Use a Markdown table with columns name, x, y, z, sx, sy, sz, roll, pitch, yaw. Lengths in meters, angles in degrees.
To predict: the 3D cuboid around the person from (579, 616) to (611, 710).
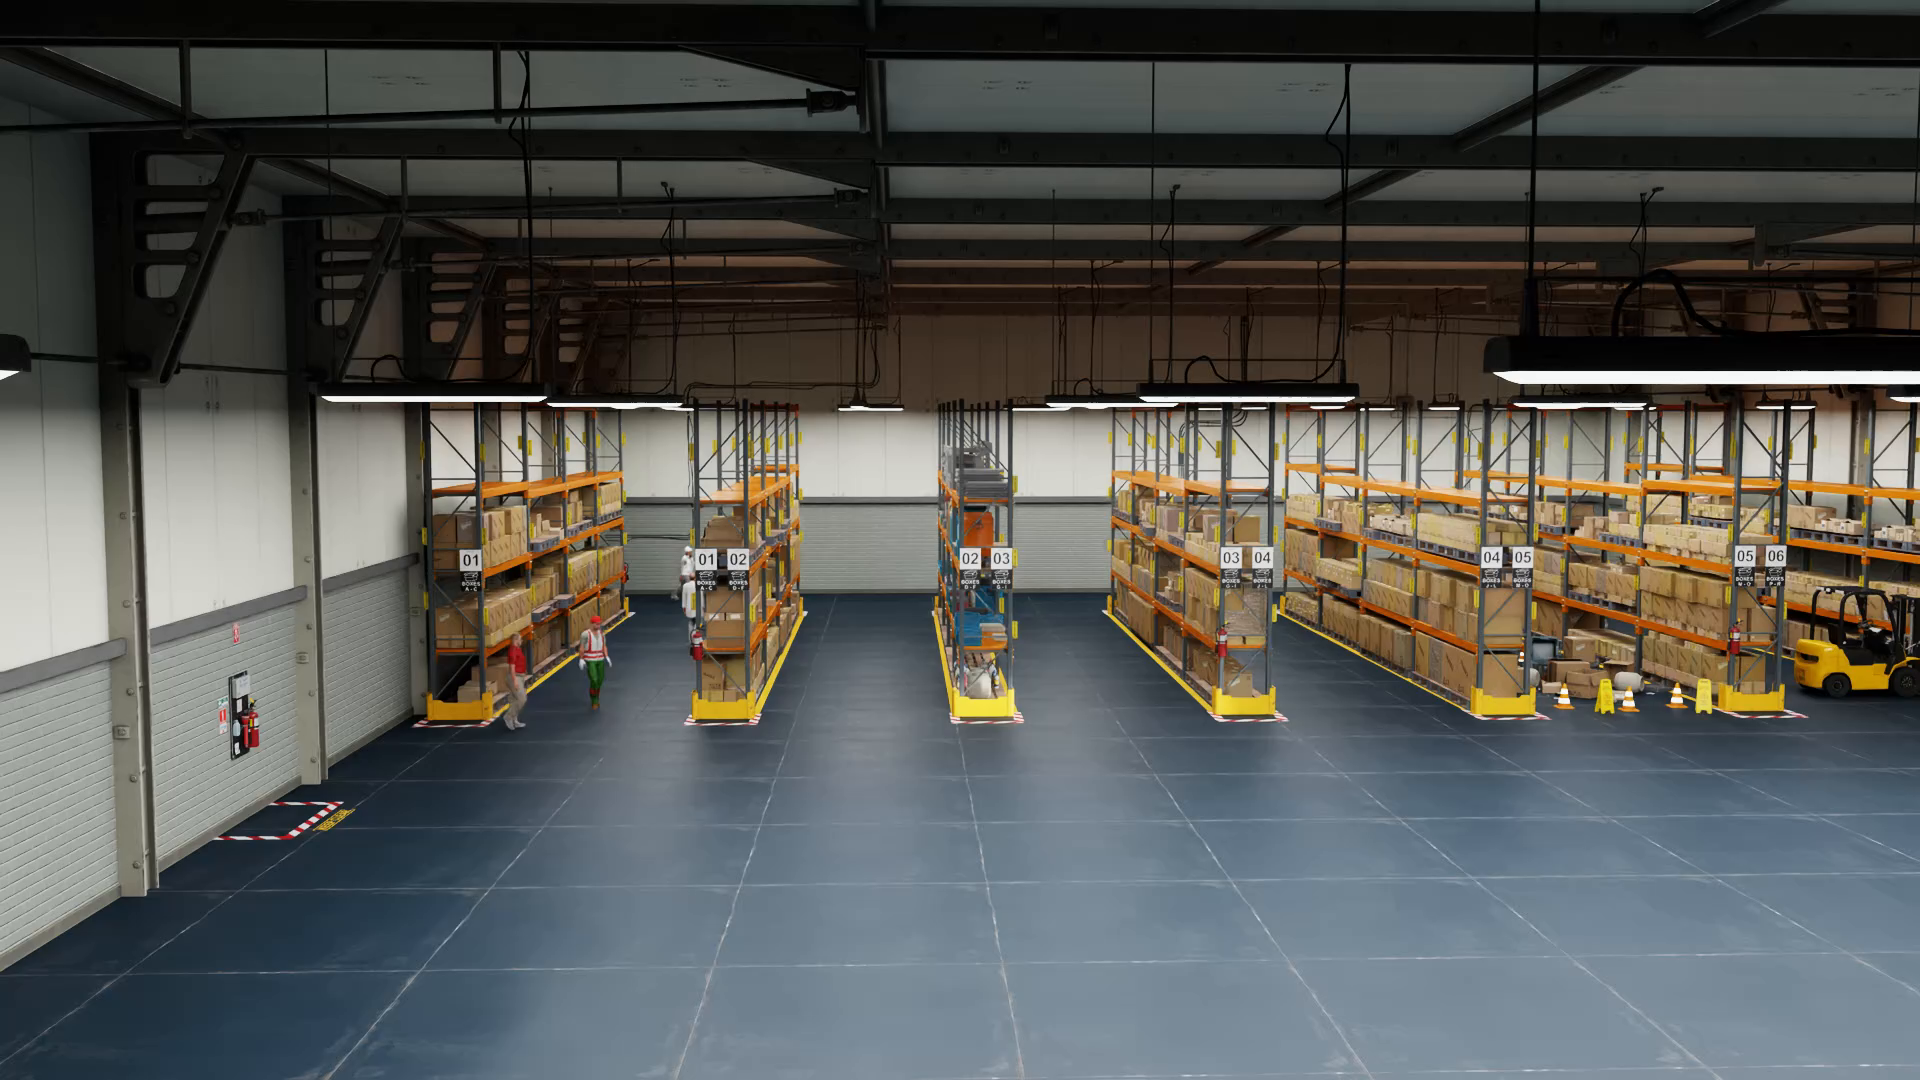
| name | x | y | z | sx | sy | sz | roll | pitch | yaw |
| --- | --- | --- | --- | --- | --- | --- | --- | --- | --- |
| person | -7.088 | 2.404 | 32.346 | 0.460 | 1.853 | 0.571 | 4 | 6 | 41 |

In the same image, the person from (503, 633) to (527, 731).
| name | x | y | z | sx | sy | sz | roll | pitch | yaw |
| --- | --- | --- | --- | --- | --- | --- | --- | --- | --- |
| person | -8.061 | 2.563 | 30.200 | 0.441 | 1.747 | 0.566 | 0 | 4 | -2 |

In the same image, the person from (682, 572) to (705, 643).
| name | x | y | z | sx | sy | sz | roll | pitch | yaw |
| --- | --- | --- | --- | --- | --- | --- | --- | --- | --- |
| person | -6.658 | 1.792 | 41.473 | 0.633 | 1.578 | 0.588 | 2 | 5 | 22 |

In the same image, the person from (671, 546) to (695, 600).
| name | x | y | z | sx | sy | sz | roll | pitch | yaw |
| --- | --- | --- | --- | --- | --- | --- | --- | --- | --- |
| person | -8.286 | 1.044 | 50.392 | 1.095 | 1.720 | 0.523 | 1 | 4 | 14 |
